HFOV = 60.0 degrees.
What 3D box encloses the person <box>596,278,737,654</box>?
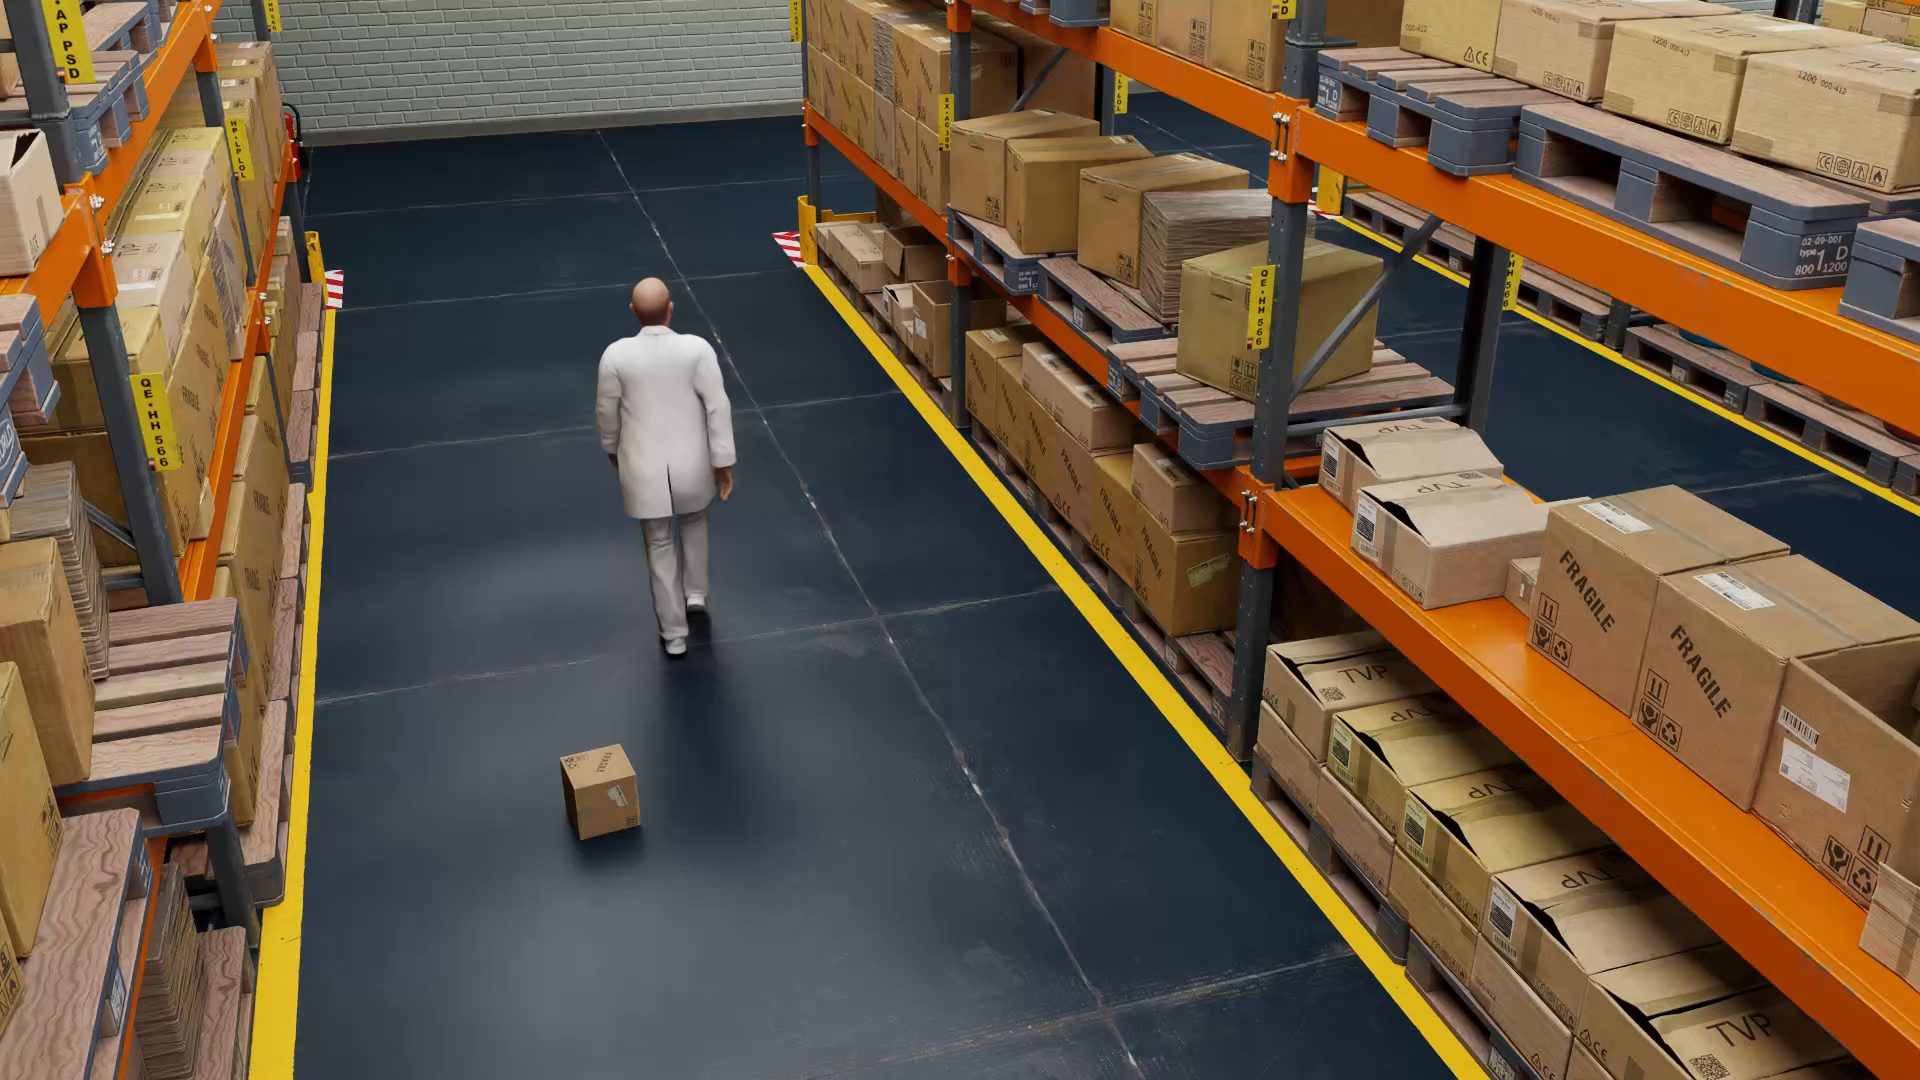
[{"bbox_3d":[-1.379,-0.232,7.922,0.616,1.651,0.666,-6,27,-12],"label":"person"}]
